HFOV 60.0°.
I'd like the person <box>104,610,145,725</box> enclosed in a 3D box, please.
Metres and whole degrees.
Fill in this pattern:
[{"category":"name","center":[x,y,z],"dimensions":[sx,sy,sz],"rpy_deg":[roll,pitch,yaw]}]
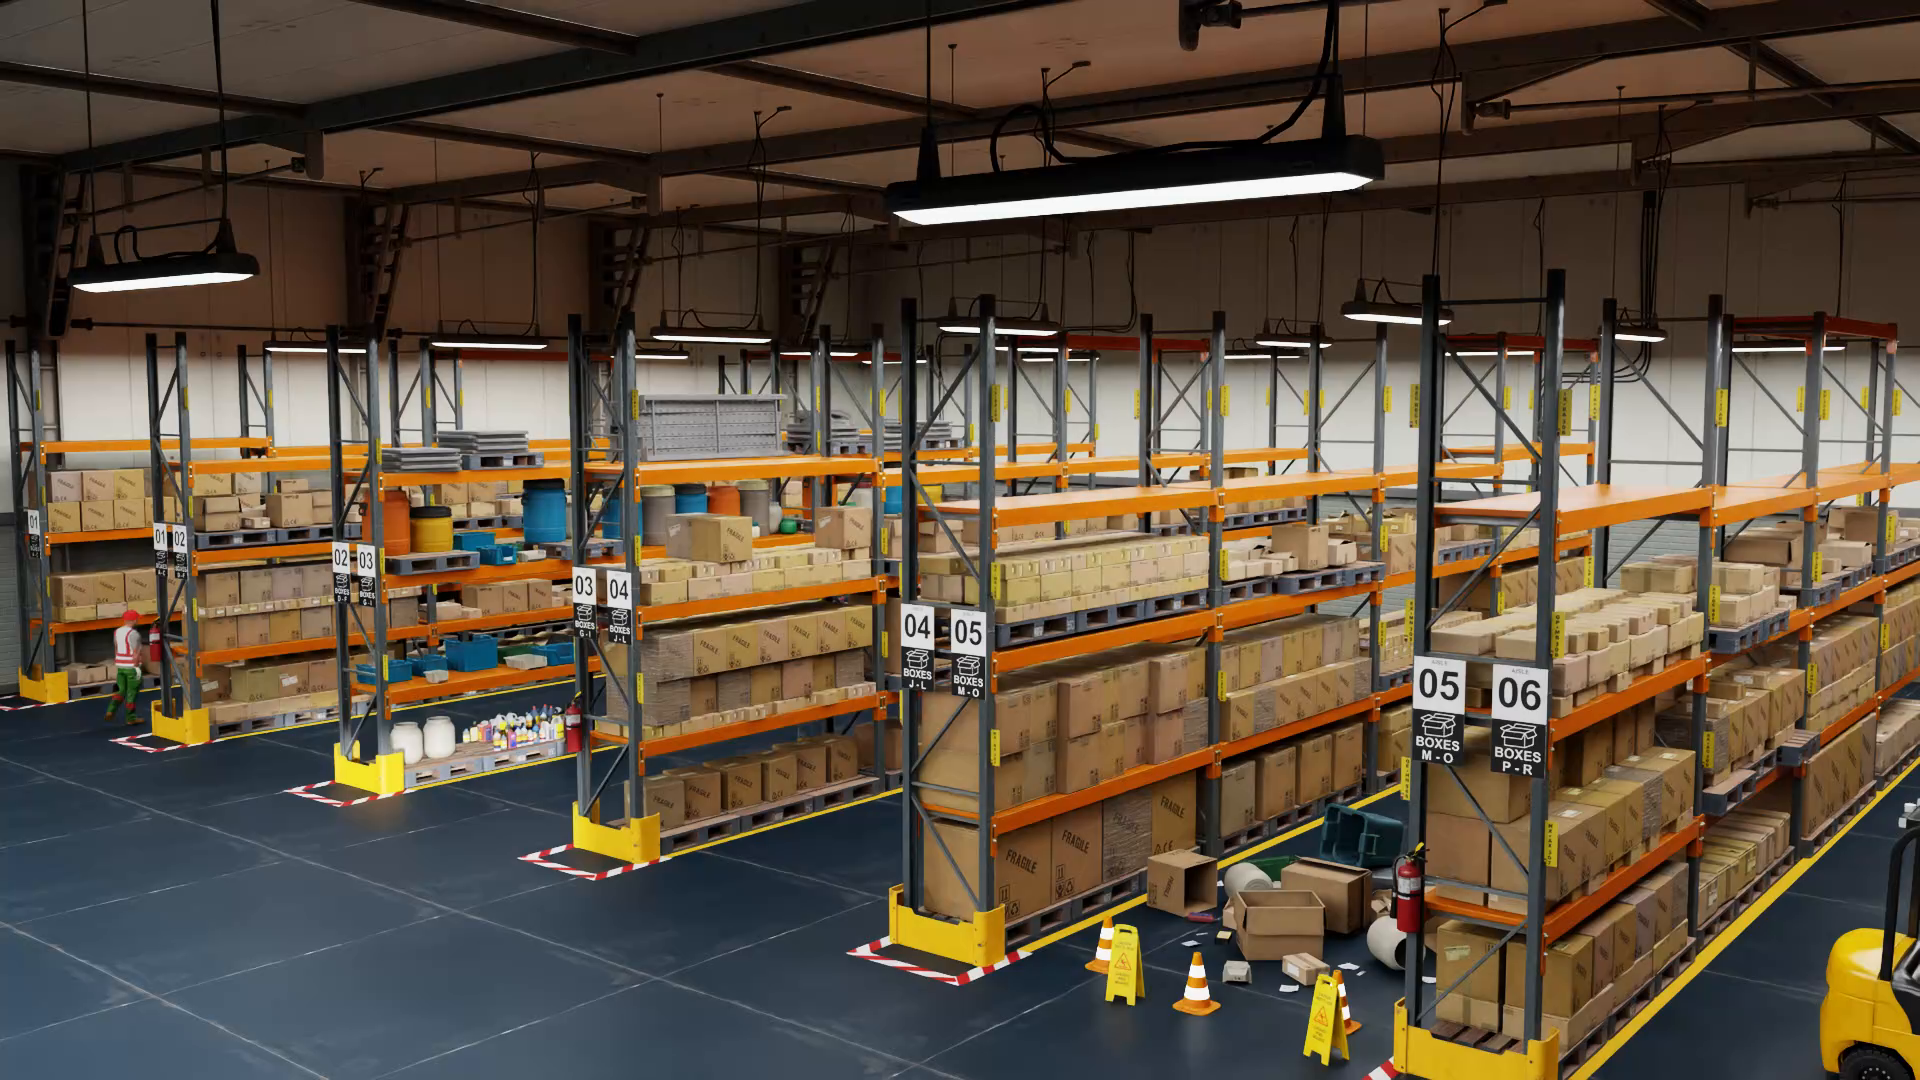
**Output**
[{"category":"person","center":[-12.852,1.967,25.581],"dimensions":[0.562,1.783,0.608],"rpy_deg":[2,6,25]}]

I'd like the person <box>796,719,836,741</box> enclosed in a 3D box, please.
[{"category":"person","center":[-1.997,2.058,23.101],"dimensions":[0.595,1.606,0.680],"rpy_deg":[3,6,30]}]
